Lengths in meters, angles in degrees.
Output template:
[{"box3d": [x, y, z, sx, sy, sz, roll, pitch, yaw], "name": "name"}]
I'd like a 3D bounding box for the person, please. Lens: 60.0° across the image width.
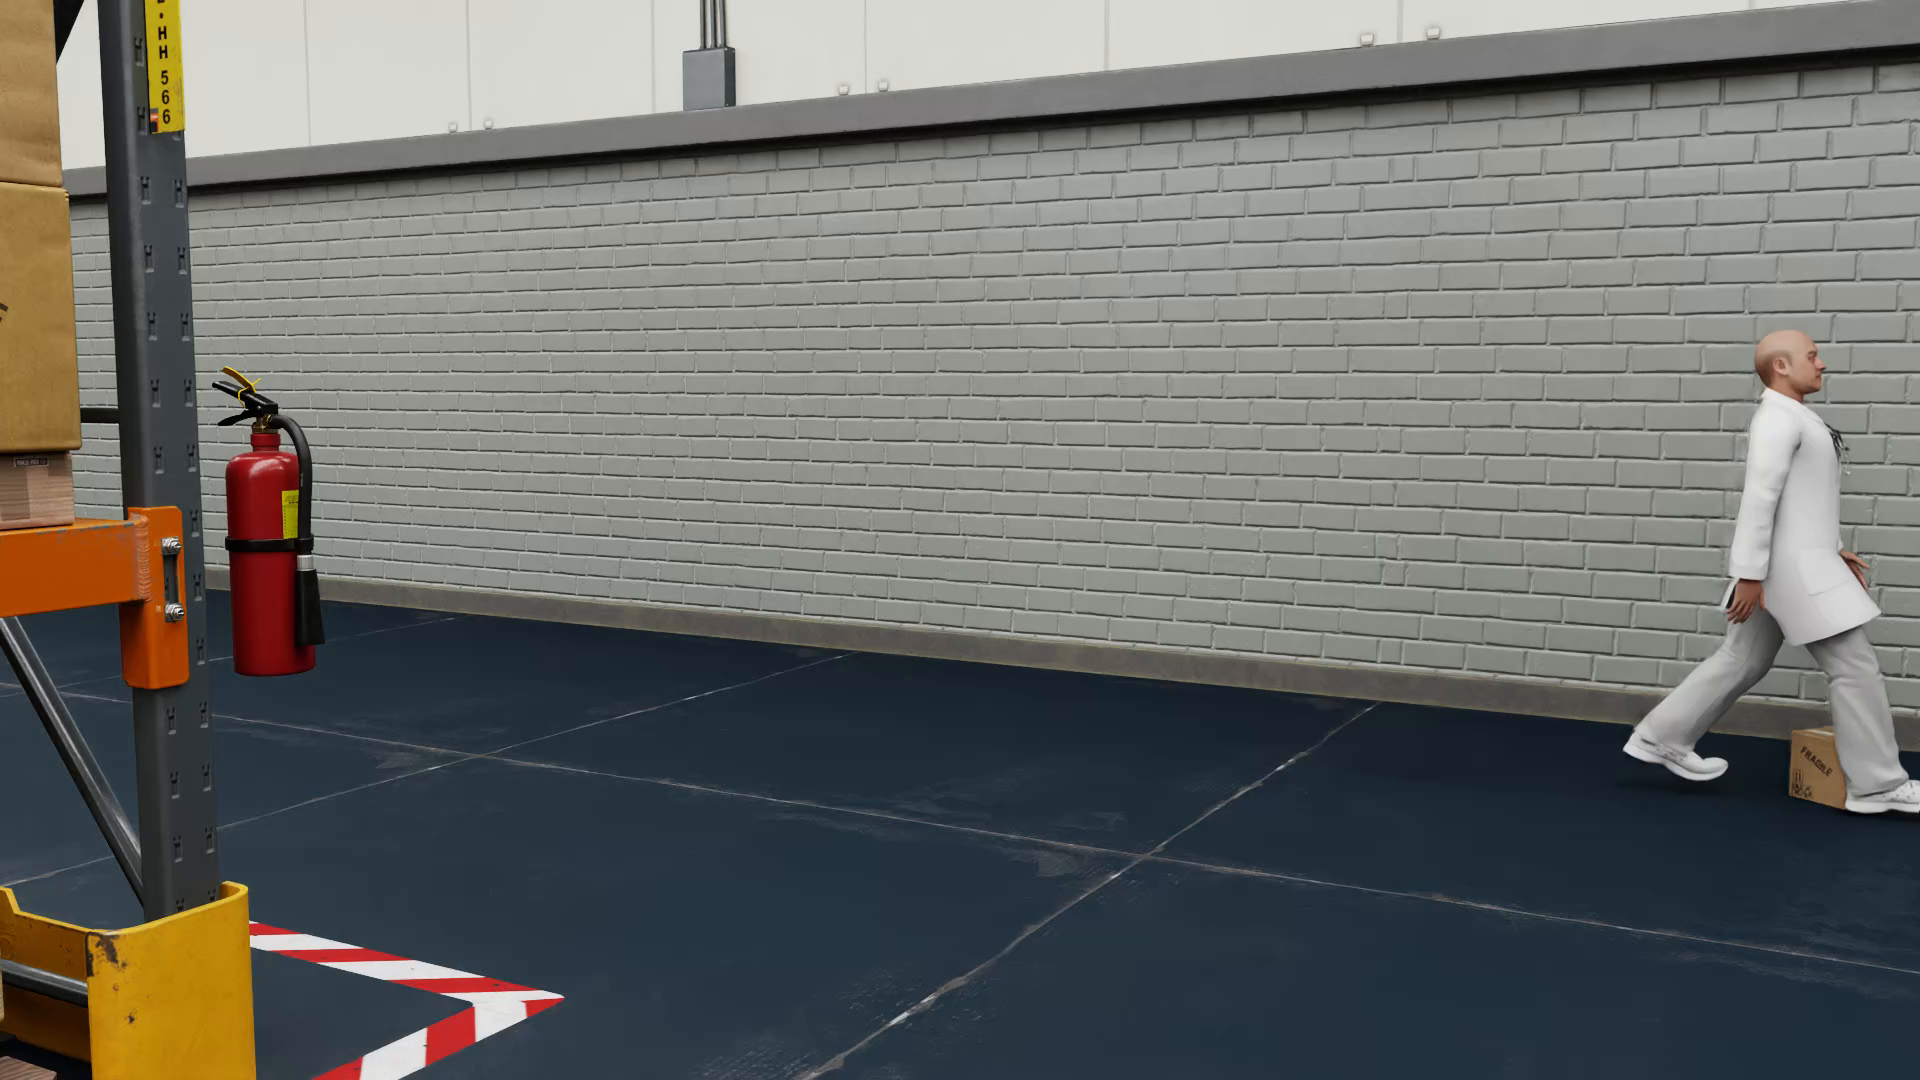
[{"box3d": [3.060, 0.101, 6.092, 1.118, 1.730, 0.566, 2, 6, 19], "name": "person"}]
